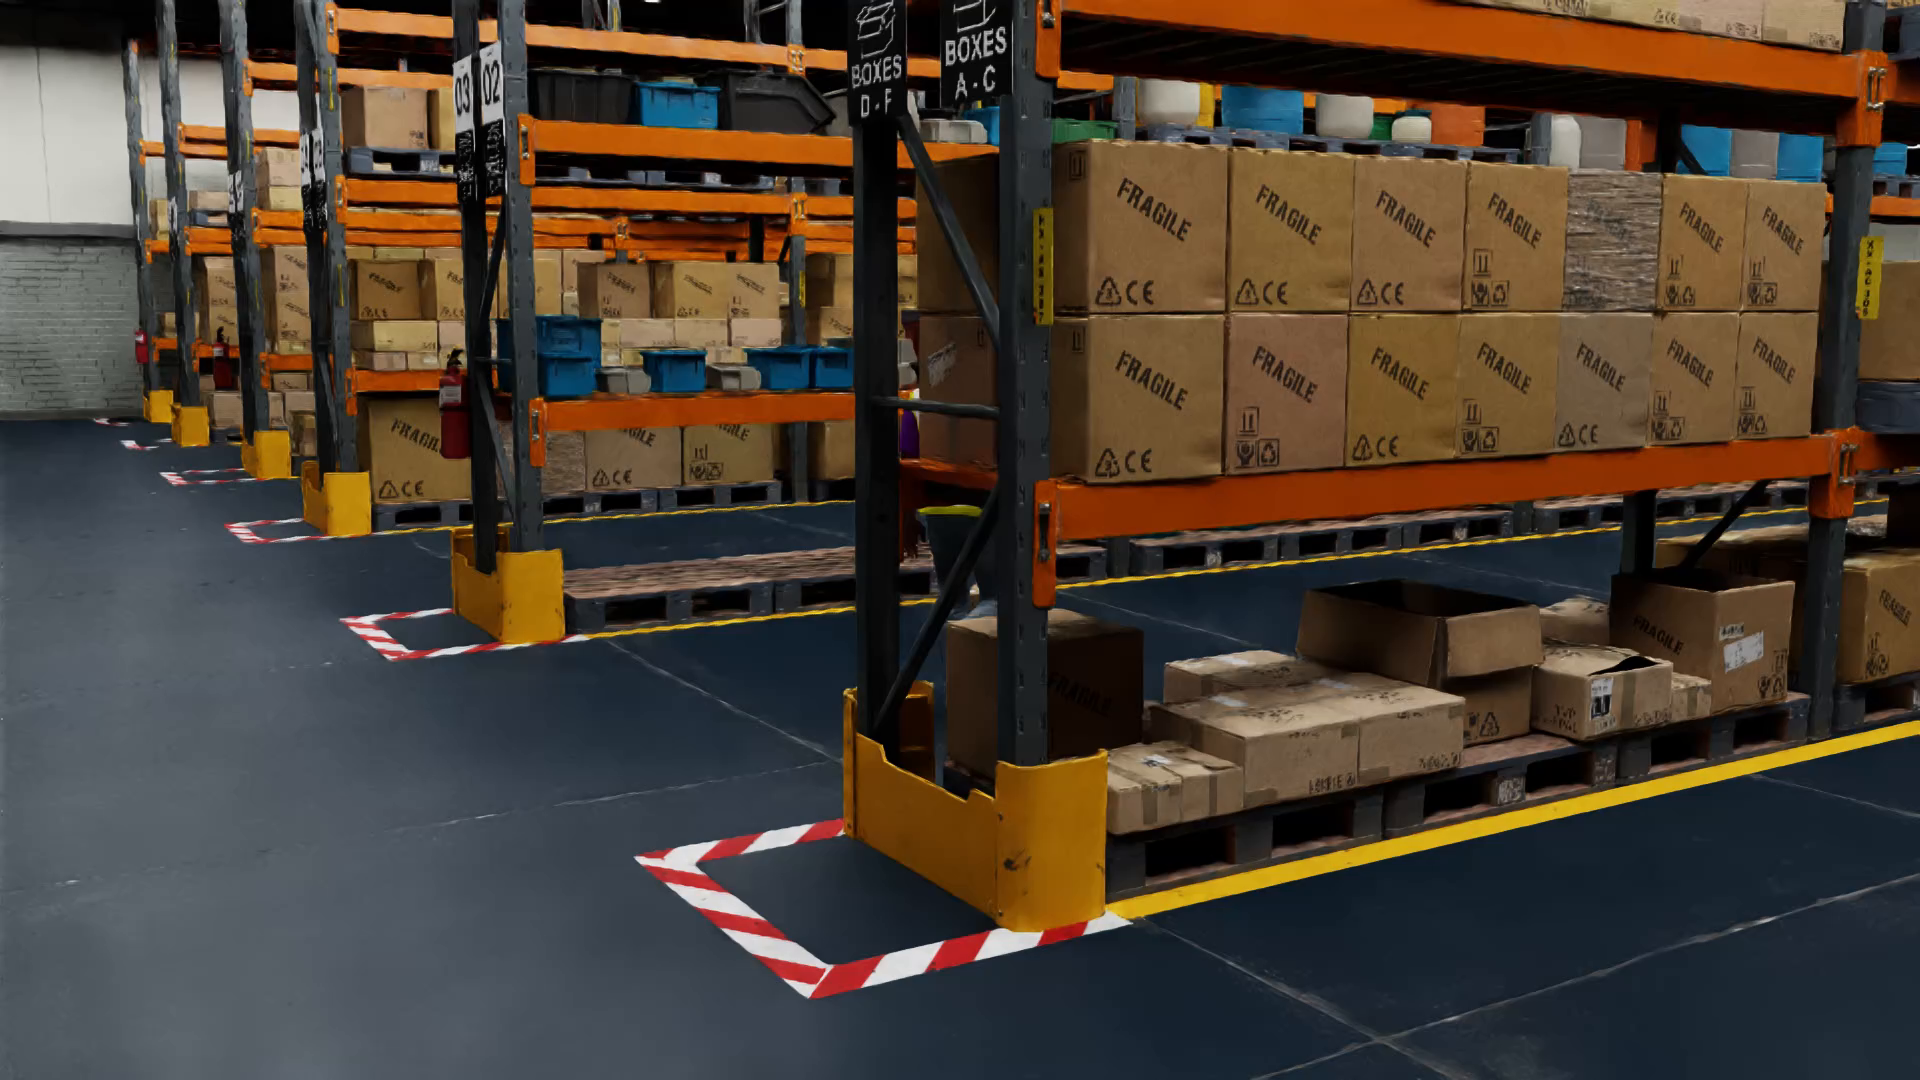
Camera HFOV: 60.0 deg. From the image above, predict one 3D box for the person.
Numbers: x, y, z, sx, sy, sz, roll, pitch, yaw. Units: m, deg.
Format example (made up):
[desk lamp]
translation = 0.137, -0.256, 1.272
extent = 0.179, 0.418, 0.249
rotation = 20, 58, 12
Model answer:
[person]
translation = 0.001, -0.101, 7.465
extent = 0.613, 1.751, 0.570
rotation = 4, 9, 25
